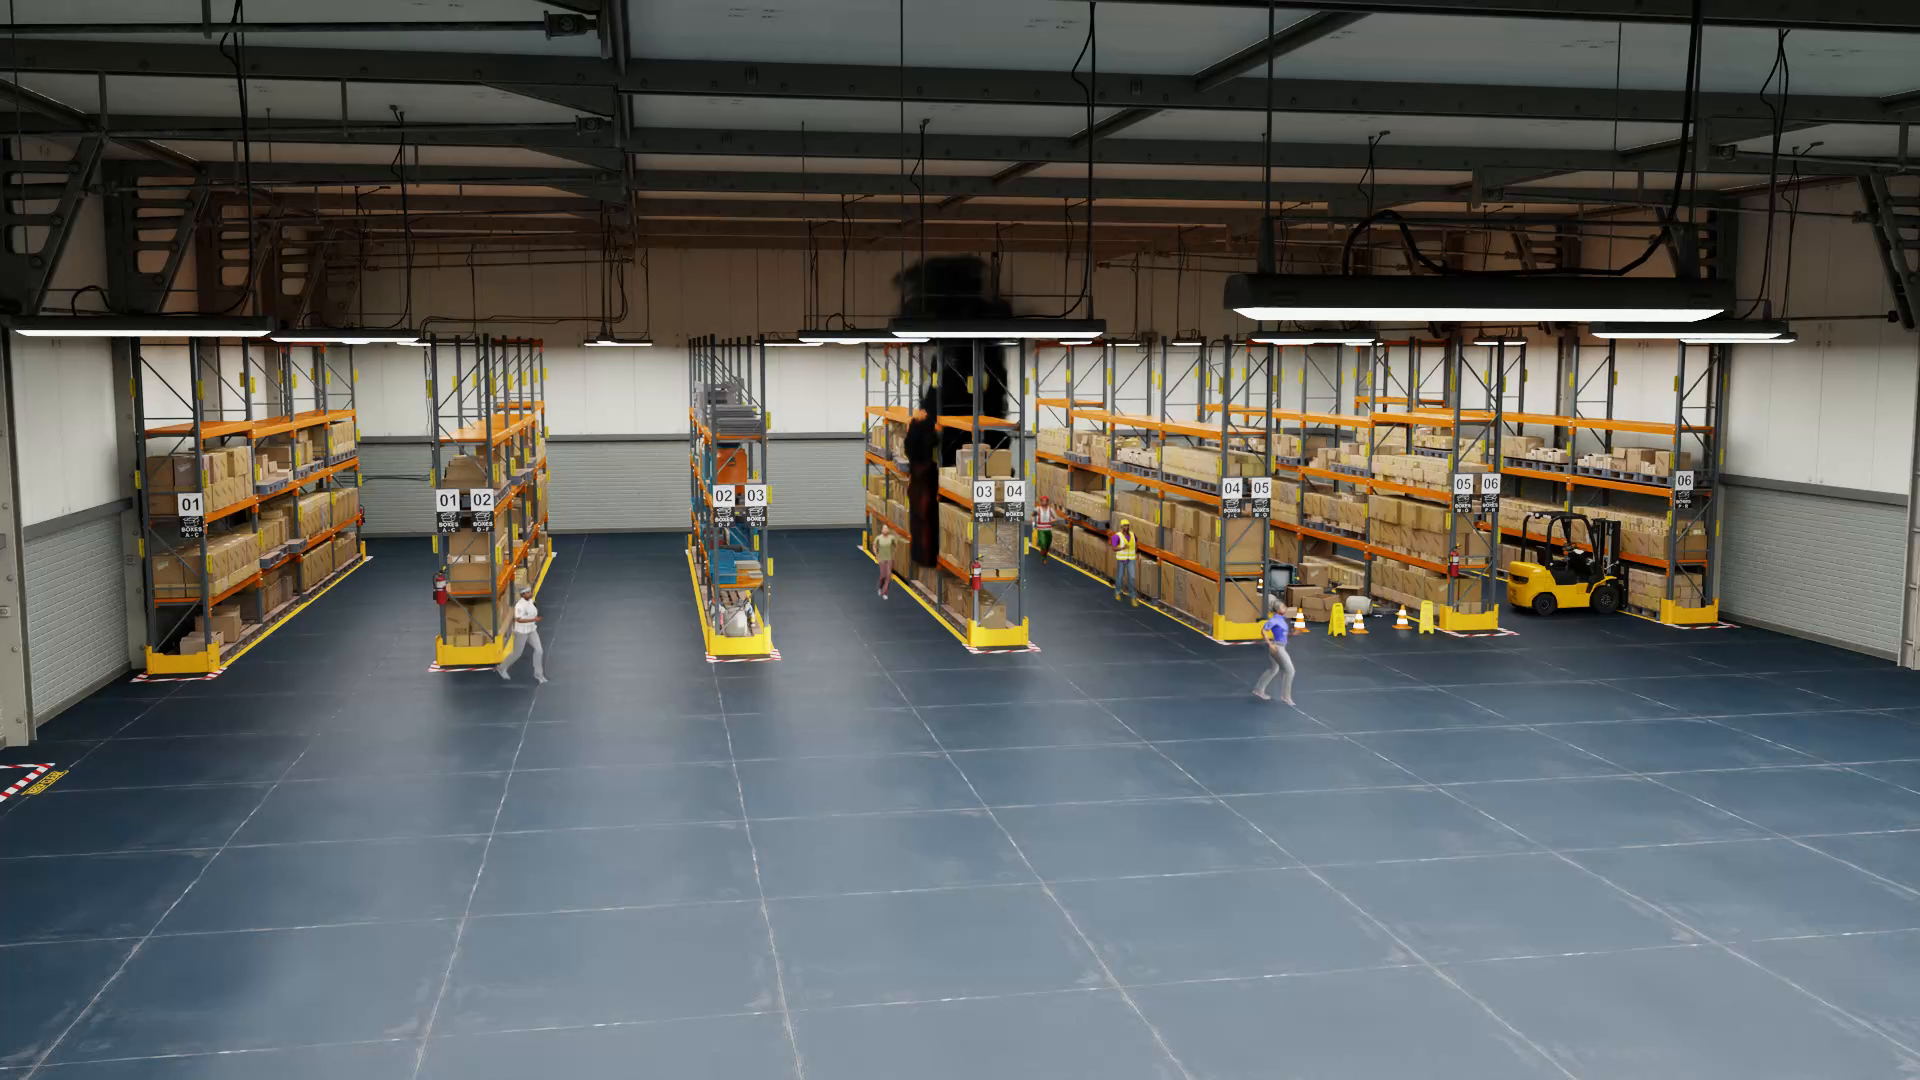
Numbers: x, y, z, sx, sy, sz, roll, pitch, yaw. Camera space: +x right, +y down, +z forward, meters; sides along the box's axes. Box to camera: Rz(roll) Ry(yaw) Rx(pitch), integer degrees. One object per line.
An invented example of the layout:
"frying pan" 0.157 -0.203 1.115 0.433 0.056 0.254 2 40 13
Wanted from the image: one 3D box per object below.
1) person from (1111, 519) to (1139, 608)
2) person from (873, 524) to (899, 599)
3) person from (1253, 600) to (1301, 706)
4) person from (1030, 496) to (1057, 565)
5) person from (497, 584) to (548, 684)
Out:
"person" 3.553 0.482 35.643 0.685 1.869 0.749 -2 7 -14
"person" -1.613 0.458 36.386 0.574 1.645 0.531 -1 7 -8
"person" 5.126 1.831 26.879 0.768 1.720 0.545 2 7 14
"person" 2.149 -0.238 42.332 0.666 1.790 0.942 -1 7 -9
"person" -7.532 1.608 28.657 0.900 1.741 0.587 3 7 22
